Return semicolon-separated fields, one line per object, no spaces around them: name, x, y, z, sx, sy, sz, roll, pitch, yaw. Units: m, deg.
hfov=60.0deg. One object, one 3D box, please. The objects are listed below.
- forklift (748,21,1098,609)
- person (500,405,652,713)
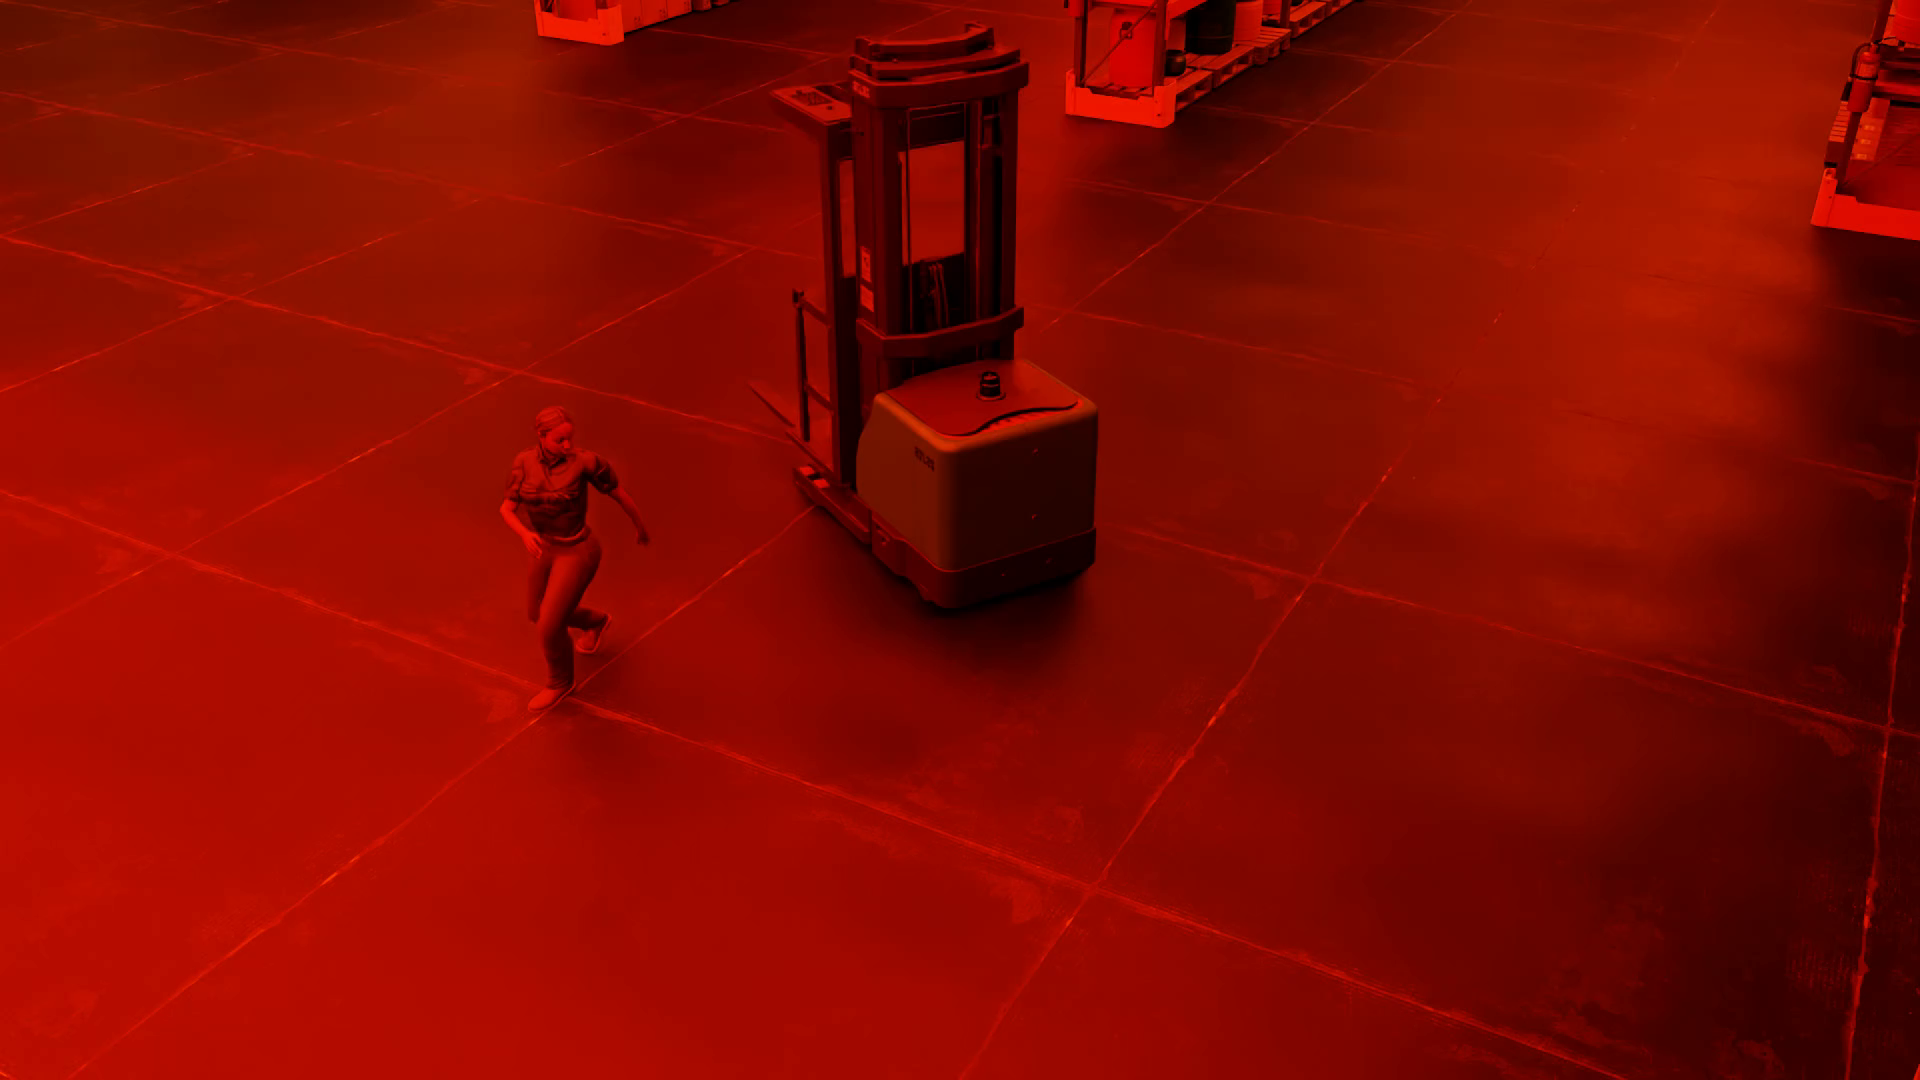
forklift;-0.401;-1.592;9.828;1.130;2.935;3.031;-16;34;-26
person;-1.974;0.046;8.371;0.507;1.582;0.776;16;34;26
